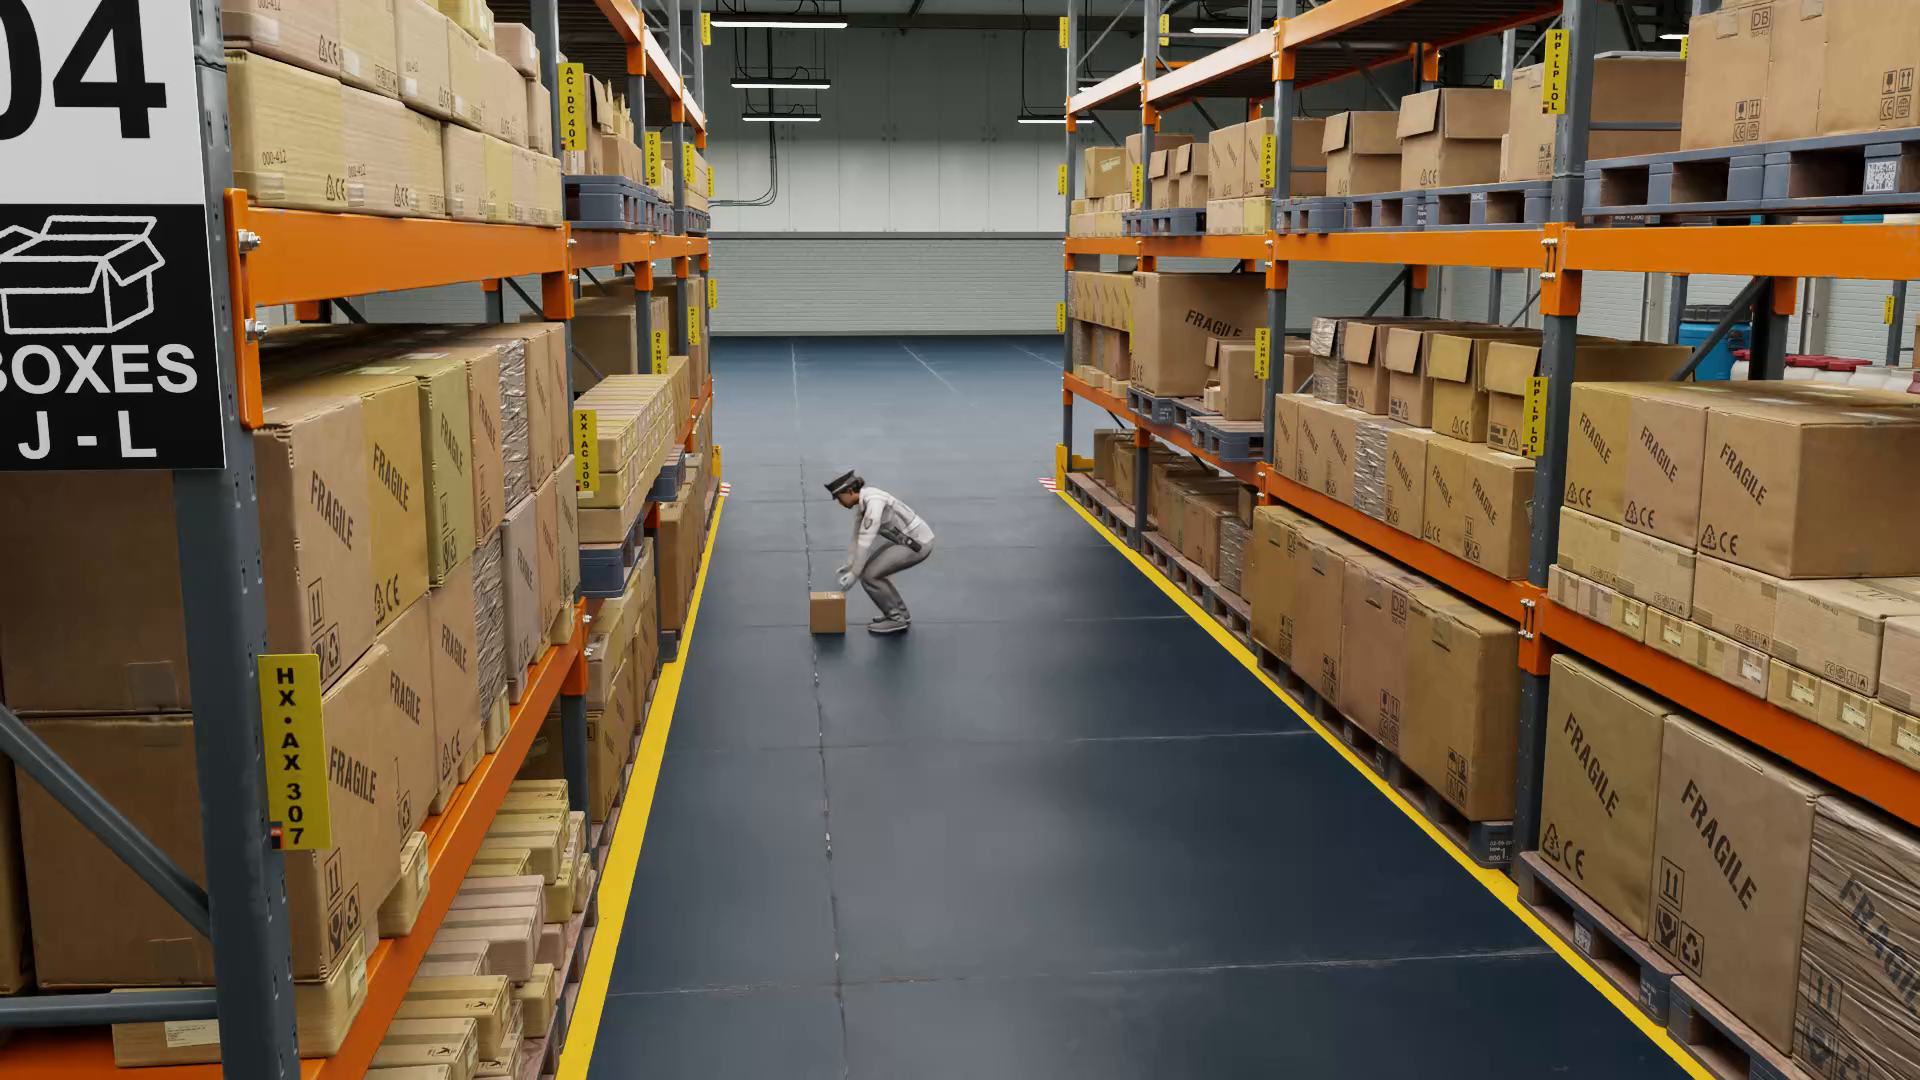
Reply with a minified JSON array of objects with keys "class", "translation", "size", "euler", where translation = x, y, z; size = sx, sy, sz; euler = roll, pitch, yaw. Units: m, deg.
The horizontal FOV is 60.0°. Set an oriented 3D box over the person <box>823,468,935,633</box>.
[{"class":"person","translation":[-0.577,0.068,11.928],"size":[0.796,1.177,0.522],"euler":[-1,10,-6]}]
